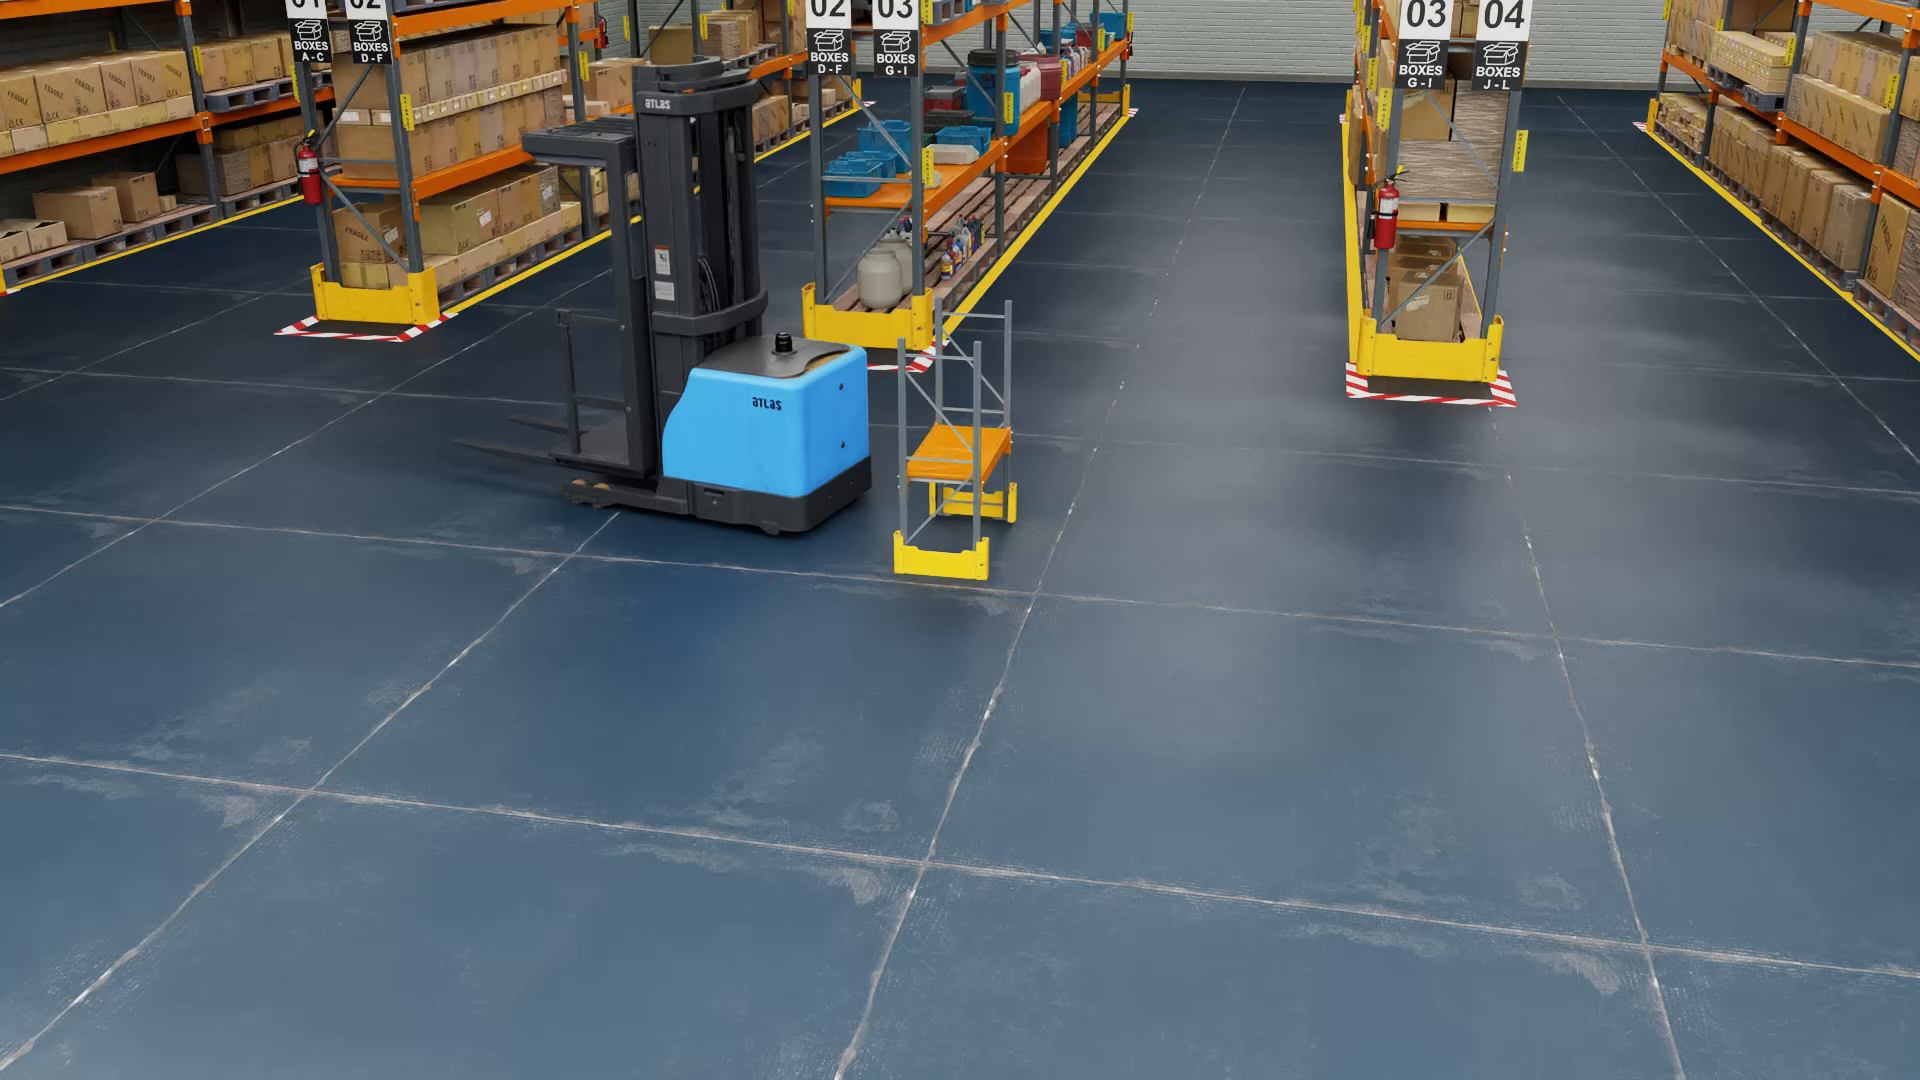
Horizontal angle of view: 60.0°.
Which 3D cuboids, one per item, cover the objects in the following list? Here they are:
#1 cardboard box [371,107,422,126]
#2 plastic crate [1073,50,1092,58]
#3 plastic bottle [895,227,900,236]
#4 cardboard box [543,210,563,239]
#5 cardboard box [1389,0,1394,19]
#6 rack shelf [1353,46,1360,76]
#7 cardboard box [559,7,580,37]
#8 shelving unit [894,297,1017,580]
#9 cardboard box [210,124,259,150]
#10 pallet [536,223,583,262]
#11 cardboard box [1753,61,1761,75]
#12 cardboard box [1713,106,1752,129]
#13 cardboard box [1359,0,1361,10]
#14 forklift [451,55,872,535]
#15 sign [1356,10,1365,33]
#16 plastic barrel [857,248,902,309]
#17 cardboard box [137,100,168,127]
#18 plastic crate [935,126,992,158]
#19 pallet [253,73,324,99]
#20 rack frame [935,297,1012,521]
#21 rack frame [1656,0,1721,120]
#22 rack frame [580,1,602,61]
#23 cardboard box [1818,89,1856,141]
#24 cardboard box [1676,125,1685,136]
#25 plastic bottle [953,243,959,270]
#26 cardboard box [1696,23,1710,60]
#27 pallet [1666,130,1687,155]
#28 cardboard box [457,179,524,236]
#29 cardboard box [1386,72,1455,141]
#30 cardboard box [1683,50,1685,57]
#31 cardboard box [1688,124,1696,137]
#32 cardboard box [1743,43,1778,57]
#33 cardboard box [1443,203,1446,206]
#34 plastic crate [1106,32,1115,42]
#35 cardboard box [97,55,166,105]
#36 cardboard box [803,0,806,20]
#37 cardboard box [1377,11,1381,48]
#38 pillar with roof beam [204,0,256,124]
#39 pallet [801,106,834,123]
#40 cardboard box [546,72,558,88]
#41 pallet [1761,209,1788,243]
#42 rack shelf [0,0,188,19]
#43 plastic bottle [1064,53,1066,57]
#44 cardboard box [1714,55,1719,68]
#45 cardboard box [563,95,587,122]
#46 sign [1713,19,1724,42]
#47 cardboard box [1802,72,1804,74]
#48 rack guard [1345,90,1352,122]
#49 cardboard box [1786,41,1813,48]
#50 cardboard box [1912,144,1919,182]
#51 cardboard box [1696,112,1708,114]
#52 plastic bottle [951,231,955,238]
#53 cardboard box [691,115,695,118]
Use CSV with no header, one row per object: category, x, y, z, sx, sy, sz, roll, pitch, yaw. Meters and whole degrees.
cardboard box,-5.378,-4.044,15.878,0.380,0.149,0.250,4,22,11
plastic crate,1.863,-7.644,26.092,0.396,0.136,0.243,4,22,11
plastic bottle,-0.688,-3.208,17.851,0.061,0.283,0.133,5,23,13
cardboard box,-4.845,-3.584,18.855,0.500,0.250,0.500,4,22,11
cardboard box,4.188,-4.885,15.153,0.500,0.250,0.500,4,22,10
rack shelf,6.885,-7.600,26.671,1.077,0.370,4.000,4,22,11
cardboard box,-7.486,-9.483,29.982,0.980,0.700,0.700,4,22,10
shelving unit,-0.016,-0.668,10.504,0.587,1.500,1.083,4,22,11
cardboard box,-9.482,-5.233,21.586,0.500,0.250,0.500,4,22,10
pallet,-5.056,-3.452,19.141,1.003,0.211,1.213,4,22,11
cardboard box,10.255,-5.950,20.988,0.380,0.149,0.250,5,22,12
cardboard box,10.903,-5.920,23.318,0.500,0.250,0.500,3,22,9
cardboard box,6.829,-8.743,27.347,0.500,0.500,0.500,4,22,10
forklift,-2.174,-1.744,11.262,3.031,2.935,1.130,10,24,23
sign,5.934,-7.682,24.648,0.100,0.325,0.005,4,22,11
plastic barrel,-0.761,-2.478,15.760,0.421,0.512,0.421,0,22,0
cardboard box,-9.612,-4.971,19.355,0.500,0.250,0.500,5,22,11
plastic crate,0.036,-4.159,17.365,0.499,0.251,0.616,4,22,11
pallet,-9.250,-6.056,22.132,1.003,0.211,1.213,4,22,11
rack frame,0.086,-0.850,10.958,0.500,1.500,0.032,4,22,11
rack frame,12.128,-8.250,27.322,1.000,3.000,0.127,4,22,11
rack frame,-7.254,-9.798,31.166,1.000,3.000,0.127,4,22,11
cardboard box,9.832,-4.674,18.310,0.500,0.500,0.500,4,22,10
cardboard box,11.406,-6.388,25.954,0.380,0.149,0.250,4,22,11
plastic bottle,-0.055,-2.931,17.178,0.097,0.271,0.097,0,22,0
cardboard box,11.241,-7.360,24.580,0.500,0.500,0.500,4,22,9
pallet,11.661,-6.189,25.939,1.003,0.211,1.213,4,22,11
cardboard box,-5.033,-3.565,17.804,0.500,0.500,0.500,4,22,11
cardboard box,3.899,-3.681,14.109,0.500,0.500,0.500,4,22,11
cardboard box,11.704,-7.744,26.403,0.380,0.149,0.250,6,23,13
cardboard box,11.146,-6.136,24.930,0.380,0.149,0.250,4,22,9
cardboard box,10.413,-6.365,21.621,0.380,0.149,0.250,6,23,14
cardboard box,4.486,-3.056,14.763,0.380,0.149,0.250,4,22,11
plastic crate,2.455,-8.636,28.554,0.396,0.136,0.243,4,22,11
cardboard box,-9.593,-5.317,19.211,0.500,0.500,0.500,4,22,11
cardboard box,-2.744,-8.808,27.237,0.500,0.500,0.500,4,22,9
cardboard box,6.092,-7.001,22.745,0.797,0.503,0.637,5,23,13
pillar with roof beam,-5.784,-8.917,20.949,9.100,9.000,0.400,4,22,11
pallet,-2.832,-7.363,28.855,1.003,0.211,1.213,4,22,11
cardboard box,-4.751,-5.174,18.683,0.380,0.149,0.250,4,22,10
pallet,10.261,-3.748,19.877,1.003,0.211,1.213,4,22,11
rack shelf,-10.111,-5.735,18.027,1.077,0.370,4.000,4,22,11
plastic bottle,1.534,-6.986,24.358,0.097,0.271,0.097,0,22,0
cardboard box,10.731,-6.654,23.135,0.380,0.149,0.250,5,22,12
cardboard box,-4.795,-5.147,19.818,0.500,0.250,0.500,6,23,14
sign,10.779,-7.227,23.624,0.100,0.325,0.005,4,22,11
cardboard box,11.000,-5.944,21.371,0.380,0.149,0.250,5,23,13
rack guard,7.298,-7.514,28.842,1.175,0.500,0.348,4,22,11
cardboard box,11.155,-6.503,21.963,0.380,0.149,0.250,3,22,9
cardboard box,9.526,-3.592,15.556,0.875,0.550,0.550,4,22,11
cardboard box,11.316,-6.362,25.093,0.380,0.149,0.250,5,23,13
plastic bottle,-0.064,-3.150,17.708,0.061,0.283,0.133,4,22,11
cardboard box,-4.068,-6.269,24.157,0.500,0.250,0.500,5,23,13
